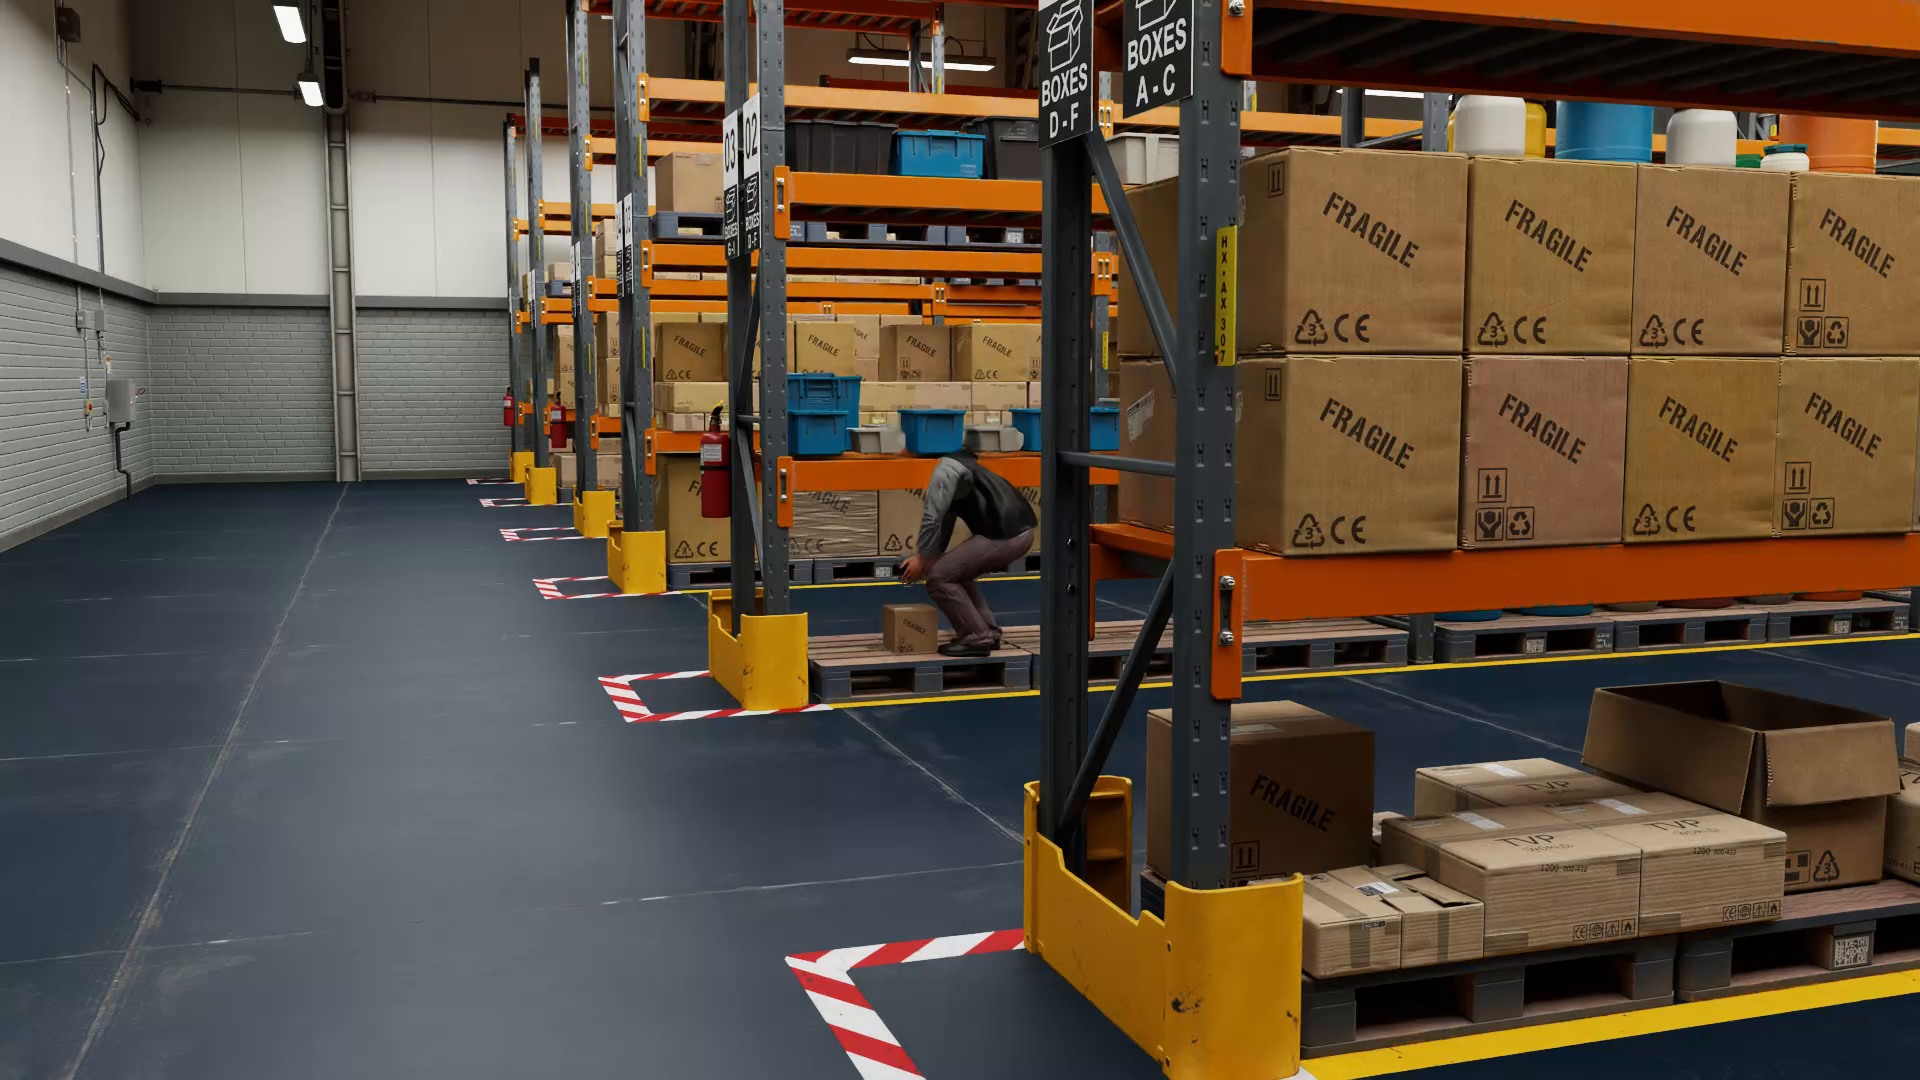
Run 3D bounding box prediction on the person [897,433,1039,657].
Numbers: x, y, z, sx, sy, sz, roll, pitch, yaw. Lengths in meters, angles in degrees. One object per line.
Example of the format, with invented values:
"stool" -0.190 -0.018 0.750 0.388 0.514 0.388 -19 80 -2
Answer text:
"person" 0.028 0.009 9.234 0.783 1.255 0.584 1 6 13
